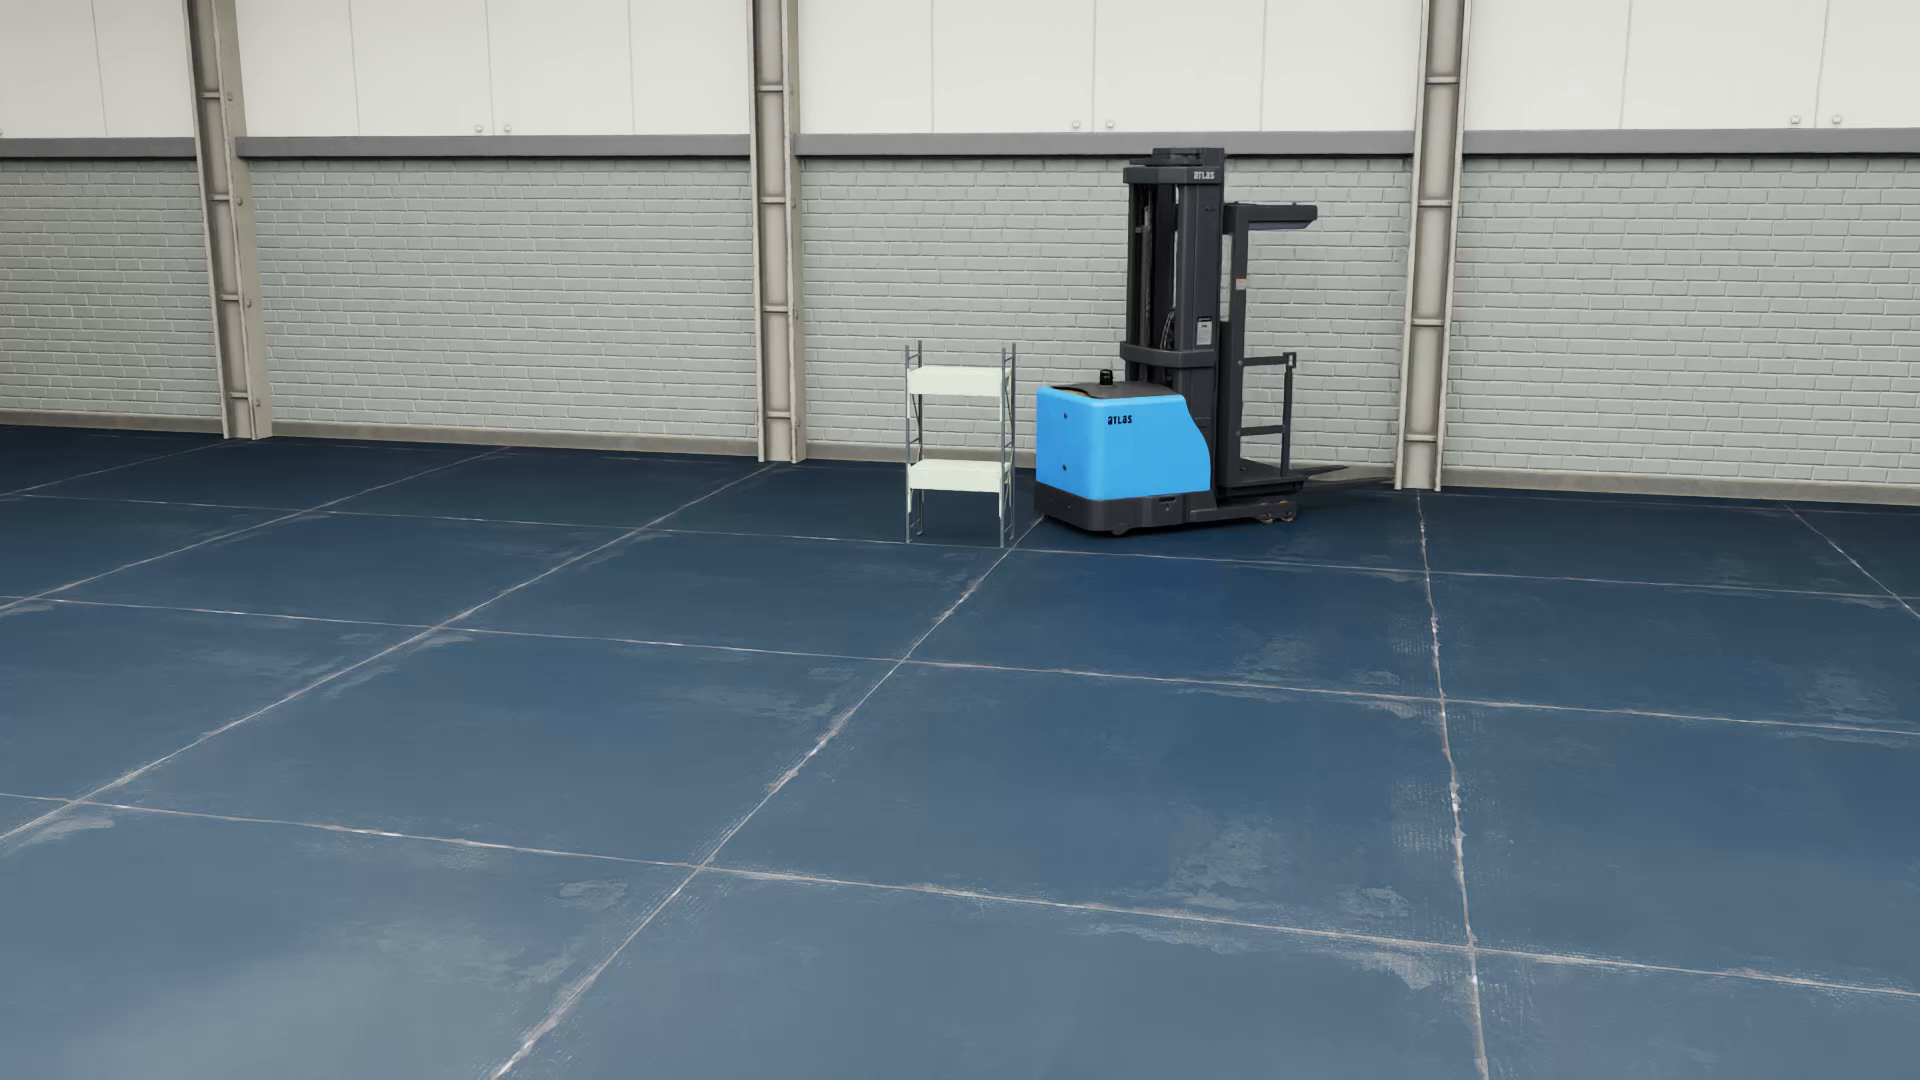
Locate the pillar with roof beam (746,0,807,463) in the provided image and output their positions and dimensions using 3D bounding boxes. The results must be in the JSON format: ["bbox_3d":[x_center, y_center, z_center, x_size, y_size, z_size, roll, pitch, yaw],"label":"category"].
[{"bbox_3d":[-2.766,-4.275,11.225,0.400,9.000,9.100,3,13,14],"label":"pillar with roof beam"}]

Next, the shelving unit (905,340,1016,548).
[{"bbox_3d":[0.006,-0.732,12.570,0.755,1.500,0.431,3,13,14],"label":"shelving unit"}]

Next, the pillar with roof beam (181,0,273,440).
[{"bbox_3d":[-8.591,-4.586,12.628,0.400,9.000,9.100,3,13,14],"label":"pillar with roof beam"}]

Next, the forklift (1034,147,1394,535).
[{"bbox_3d":[2.159,-1.661,13.452,3.031,2.935,1.130,-6,14,-24],"label":"forklift"}]

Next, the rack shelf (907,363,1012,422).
[{"bbox_3d":[0.006,-1.113,12.485,0.720,0.370,0.431,3,13,14],"label":"rack shelf"}]

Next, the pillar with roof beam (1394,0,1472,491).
[{"bbox_3d":[3.059,-3.963,9.821,0.400,9.000,9.100,3,13,14],"label":"pillar with roof beam"}]

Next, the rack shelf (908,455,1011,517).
[{"bbox_3d":[0.006,-0.414,12.640,0.720,0.370,0.431,3,13,14],"label":"rack shelf"}]

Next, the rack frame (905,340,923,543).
[{"bbox_3d":[-0.349,-0.751,12.655,0.023,1.500,0.400,3,13,14],"label":"rack frame"}]

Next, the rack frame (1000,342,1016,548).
[{"bbox_3d":[0.362,-0.713,12.484,0.023,1.500,0.400,3,13,14],"label":"rack frame"}]
